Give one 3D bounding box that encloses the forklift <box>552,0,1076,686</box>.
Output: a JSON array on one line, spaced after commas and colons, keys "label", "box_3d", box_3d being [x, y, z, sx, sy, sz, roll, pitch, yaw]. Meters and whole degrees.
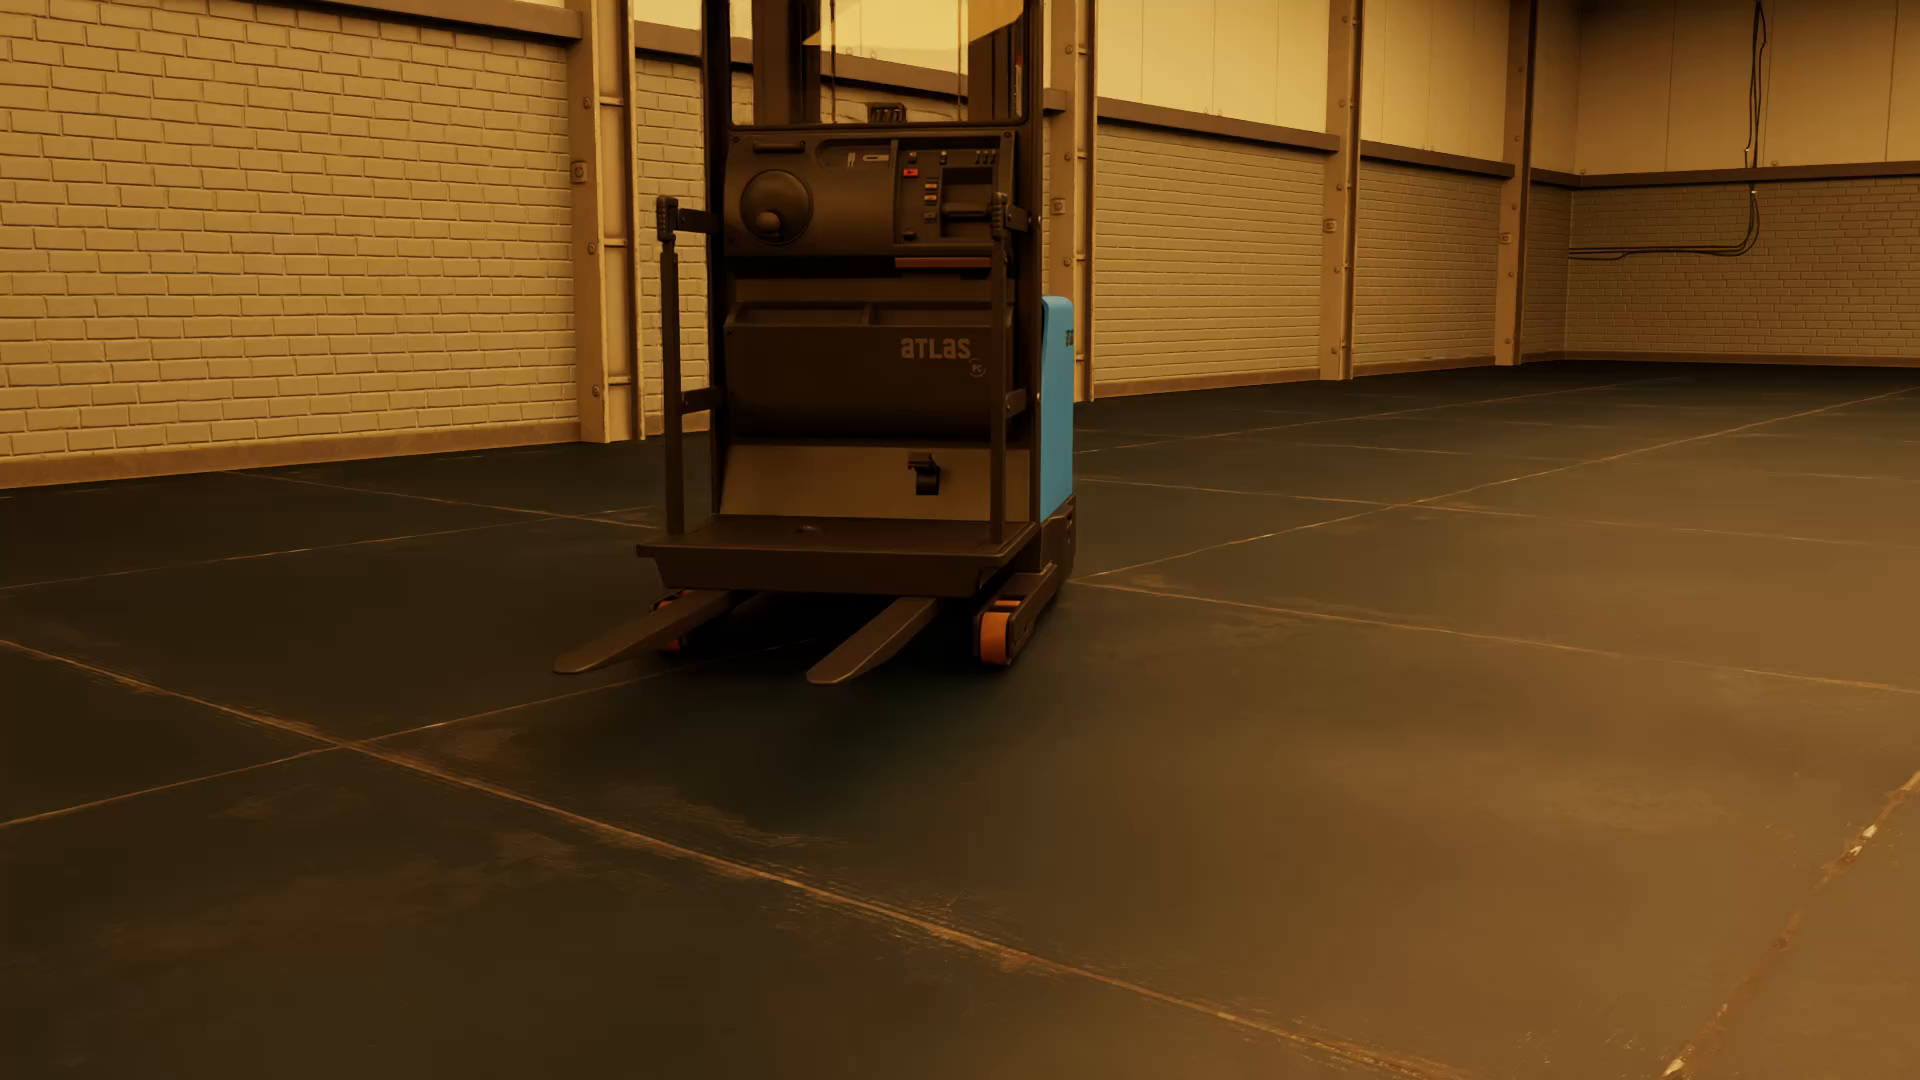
[{"label": "forklift", "box_3d": [-0.327, -1.136, 5.043, 1.130, 2.935, 3.031, 2, 8, 11]}]
